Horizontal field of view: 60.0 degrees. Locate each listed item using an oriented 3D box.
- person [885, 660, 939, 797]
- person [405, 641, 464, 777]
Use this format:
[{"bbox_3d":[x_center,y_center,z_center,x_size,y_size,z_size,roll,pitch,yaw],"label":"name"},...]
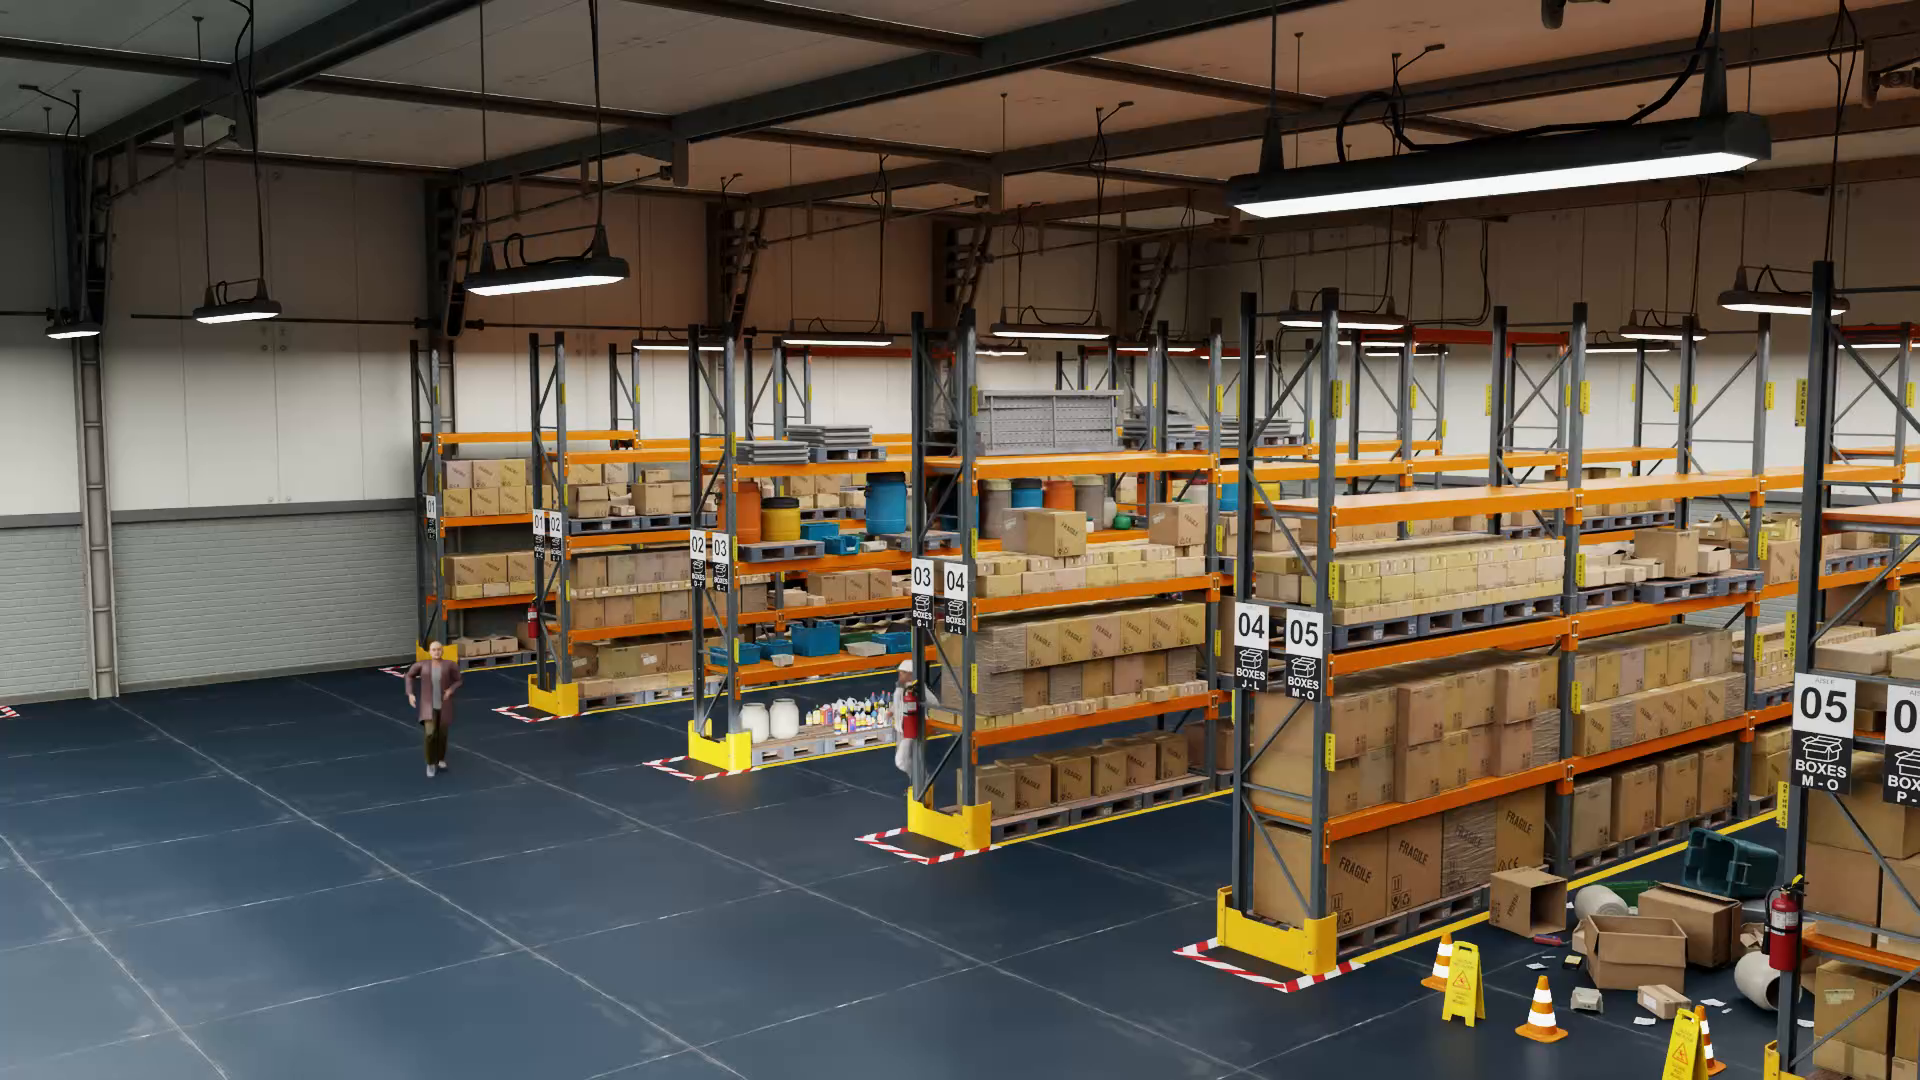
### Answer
[{"bbox_3d":[-0.657,2.373,20.755,0.638,1.746,0.655,-4,7,-37],"label":"person"},{"bbox_3d":[-6.992,2.259,22.171,0.733,1.825,0.721,-2,6,-21],"label":"person"}]
